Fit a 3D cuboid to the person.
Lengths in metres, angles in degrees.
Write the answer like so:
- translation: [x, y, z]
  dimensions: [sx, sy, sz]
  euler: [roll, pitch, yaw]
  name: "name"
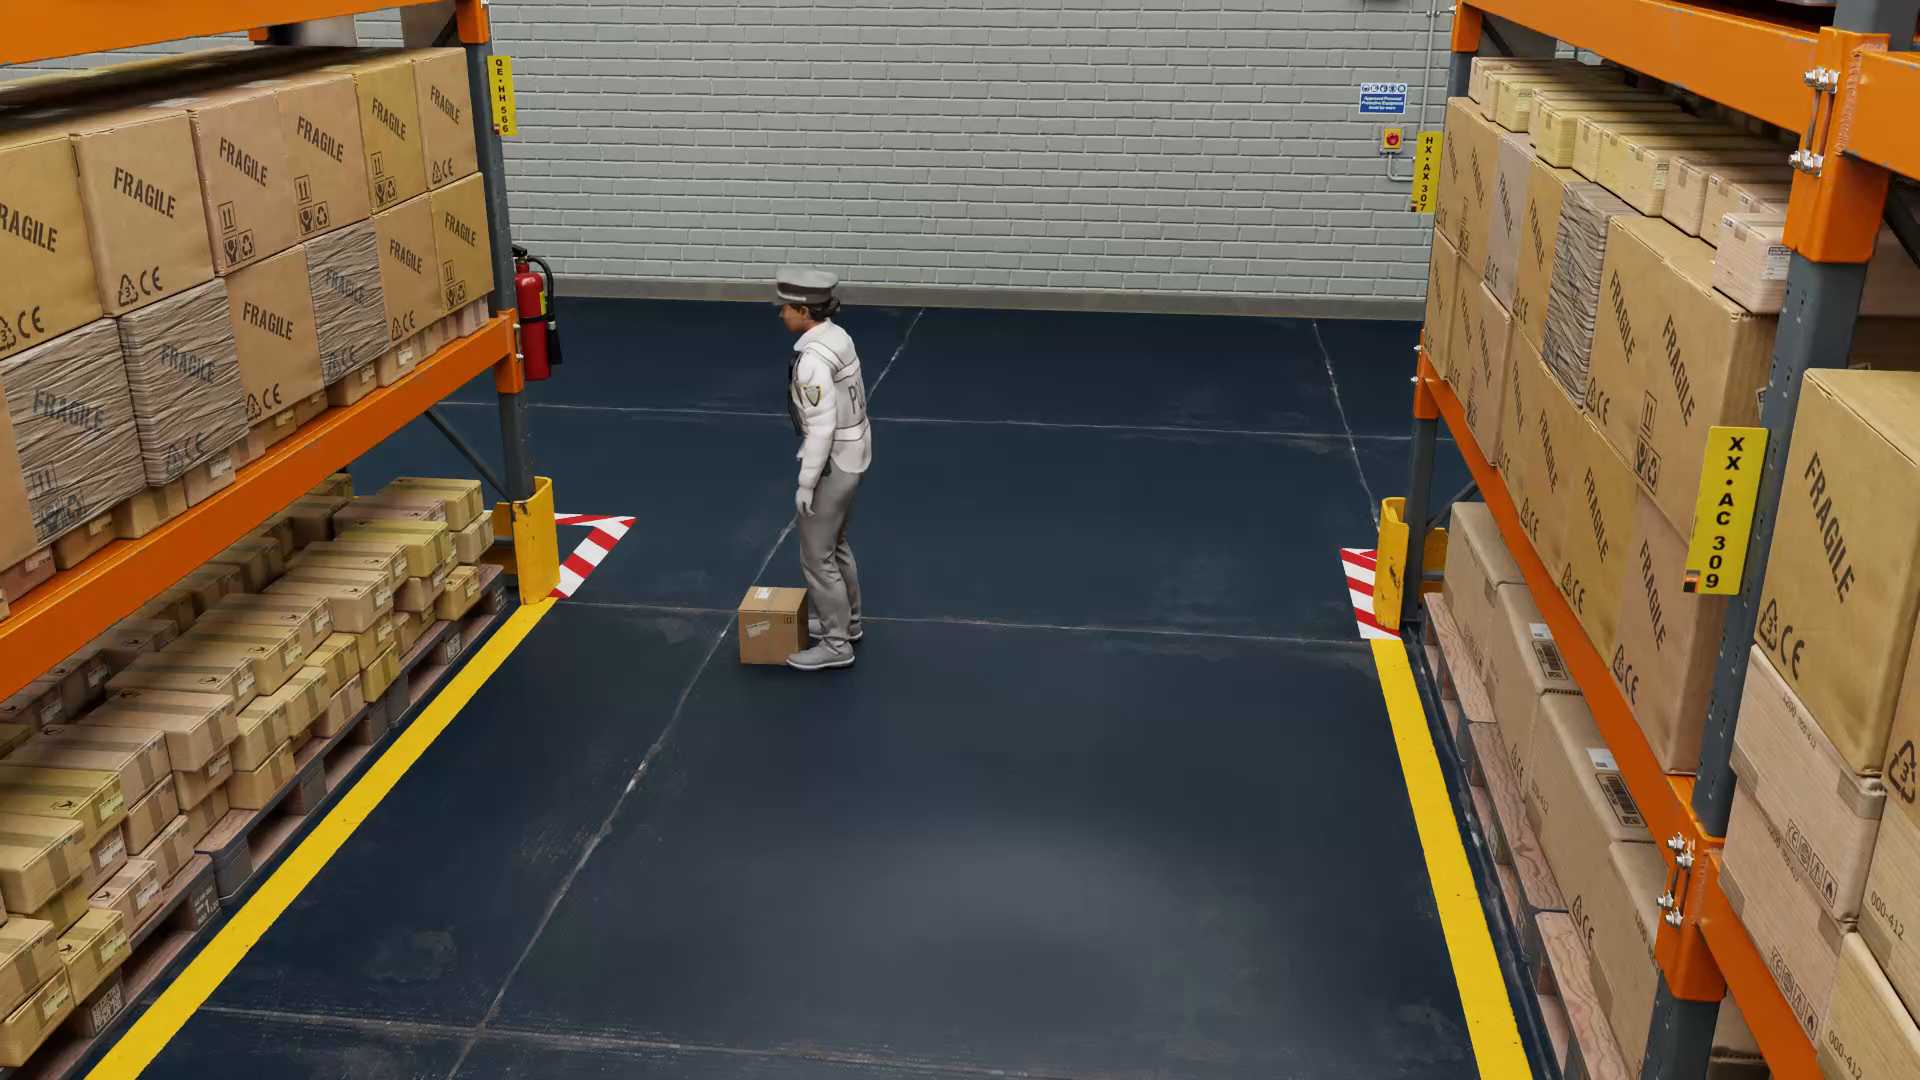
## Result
- translation: [-0.552, -0.287, 6.815]
  dimensions: [0.371, 1.663, 0.530]
  euler: [3, 21, 7]
  name: "person"
